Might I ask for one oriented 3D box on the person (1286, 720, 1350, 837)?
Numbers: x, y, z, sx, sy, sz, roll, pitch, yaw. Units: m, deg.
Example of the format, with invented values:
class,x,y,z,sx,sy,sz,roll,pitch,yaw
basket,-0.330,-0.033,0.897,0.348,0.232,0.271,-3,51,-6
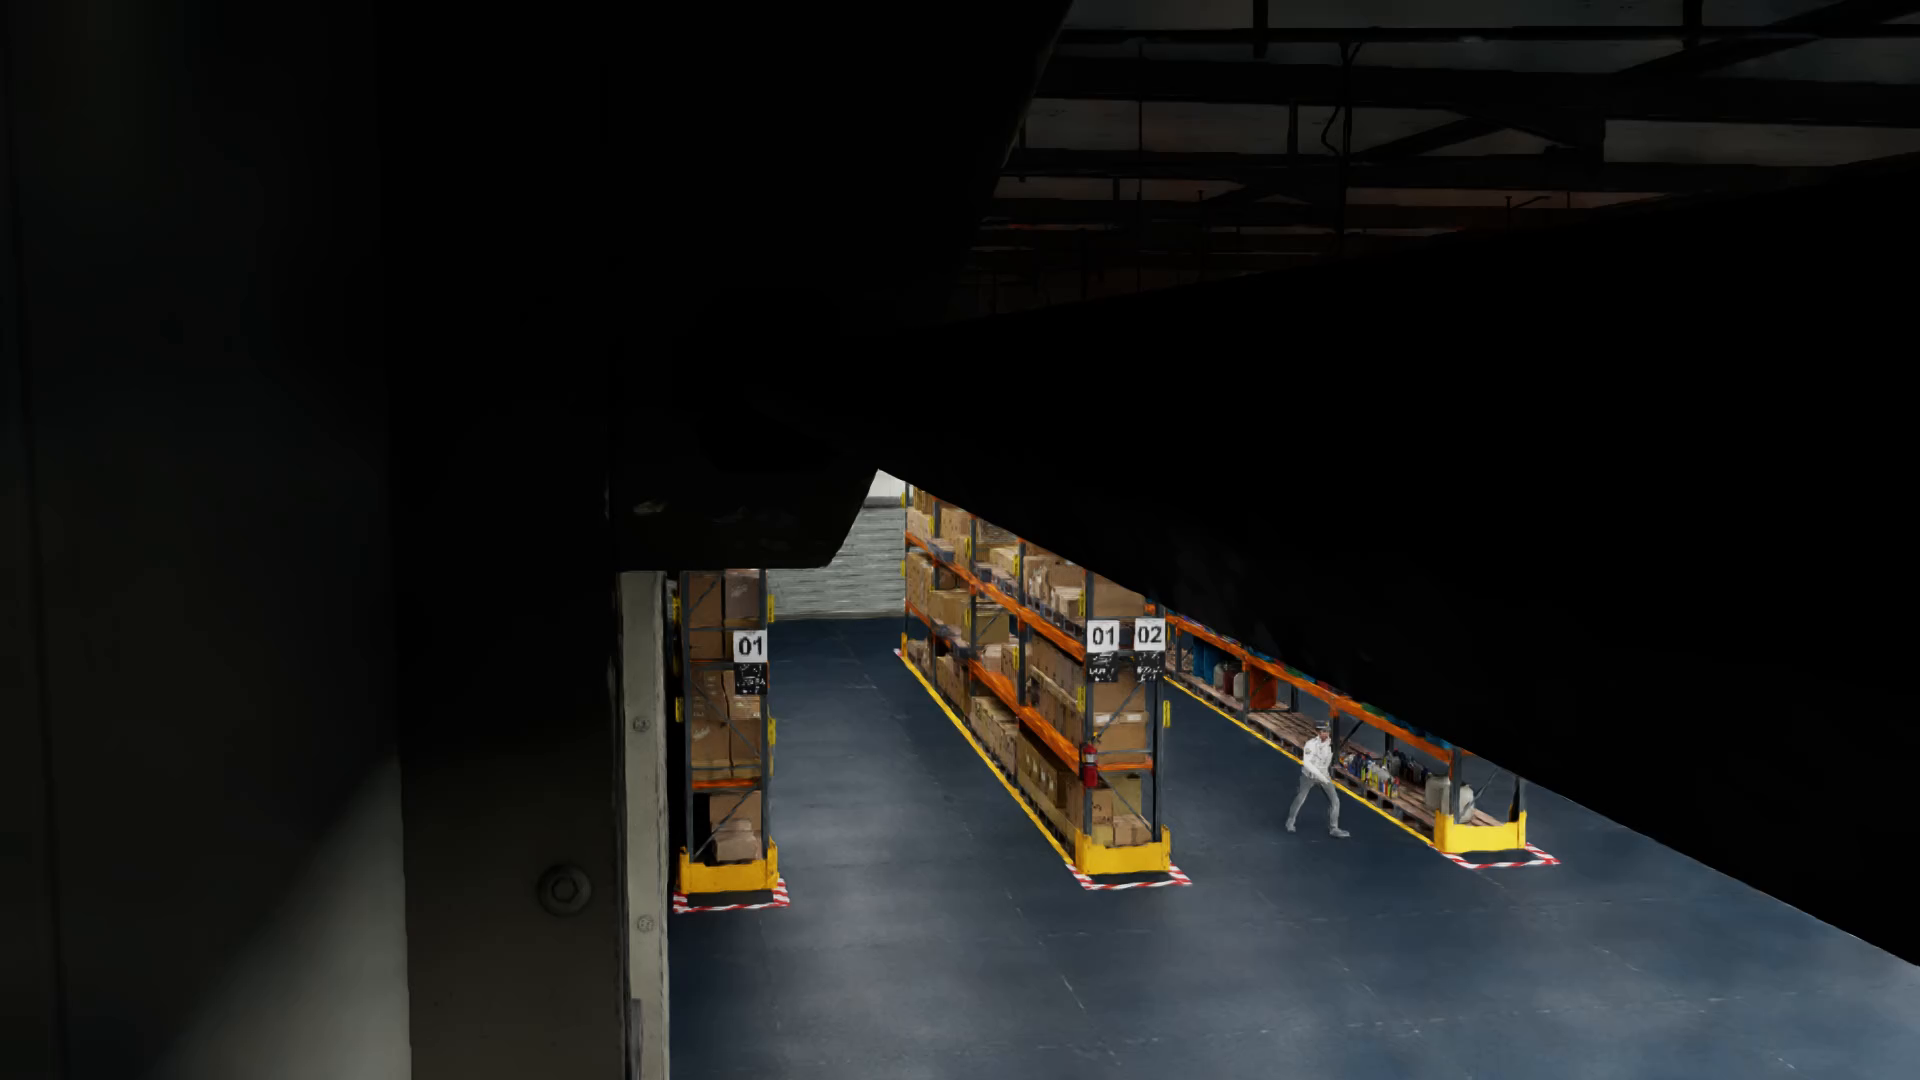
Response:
class,x,y,z,sx,sy,sz,roll,pitch,yaw
person,4.813,3.189,22.517,0.630,1.604,0.811,-3,7,-27
